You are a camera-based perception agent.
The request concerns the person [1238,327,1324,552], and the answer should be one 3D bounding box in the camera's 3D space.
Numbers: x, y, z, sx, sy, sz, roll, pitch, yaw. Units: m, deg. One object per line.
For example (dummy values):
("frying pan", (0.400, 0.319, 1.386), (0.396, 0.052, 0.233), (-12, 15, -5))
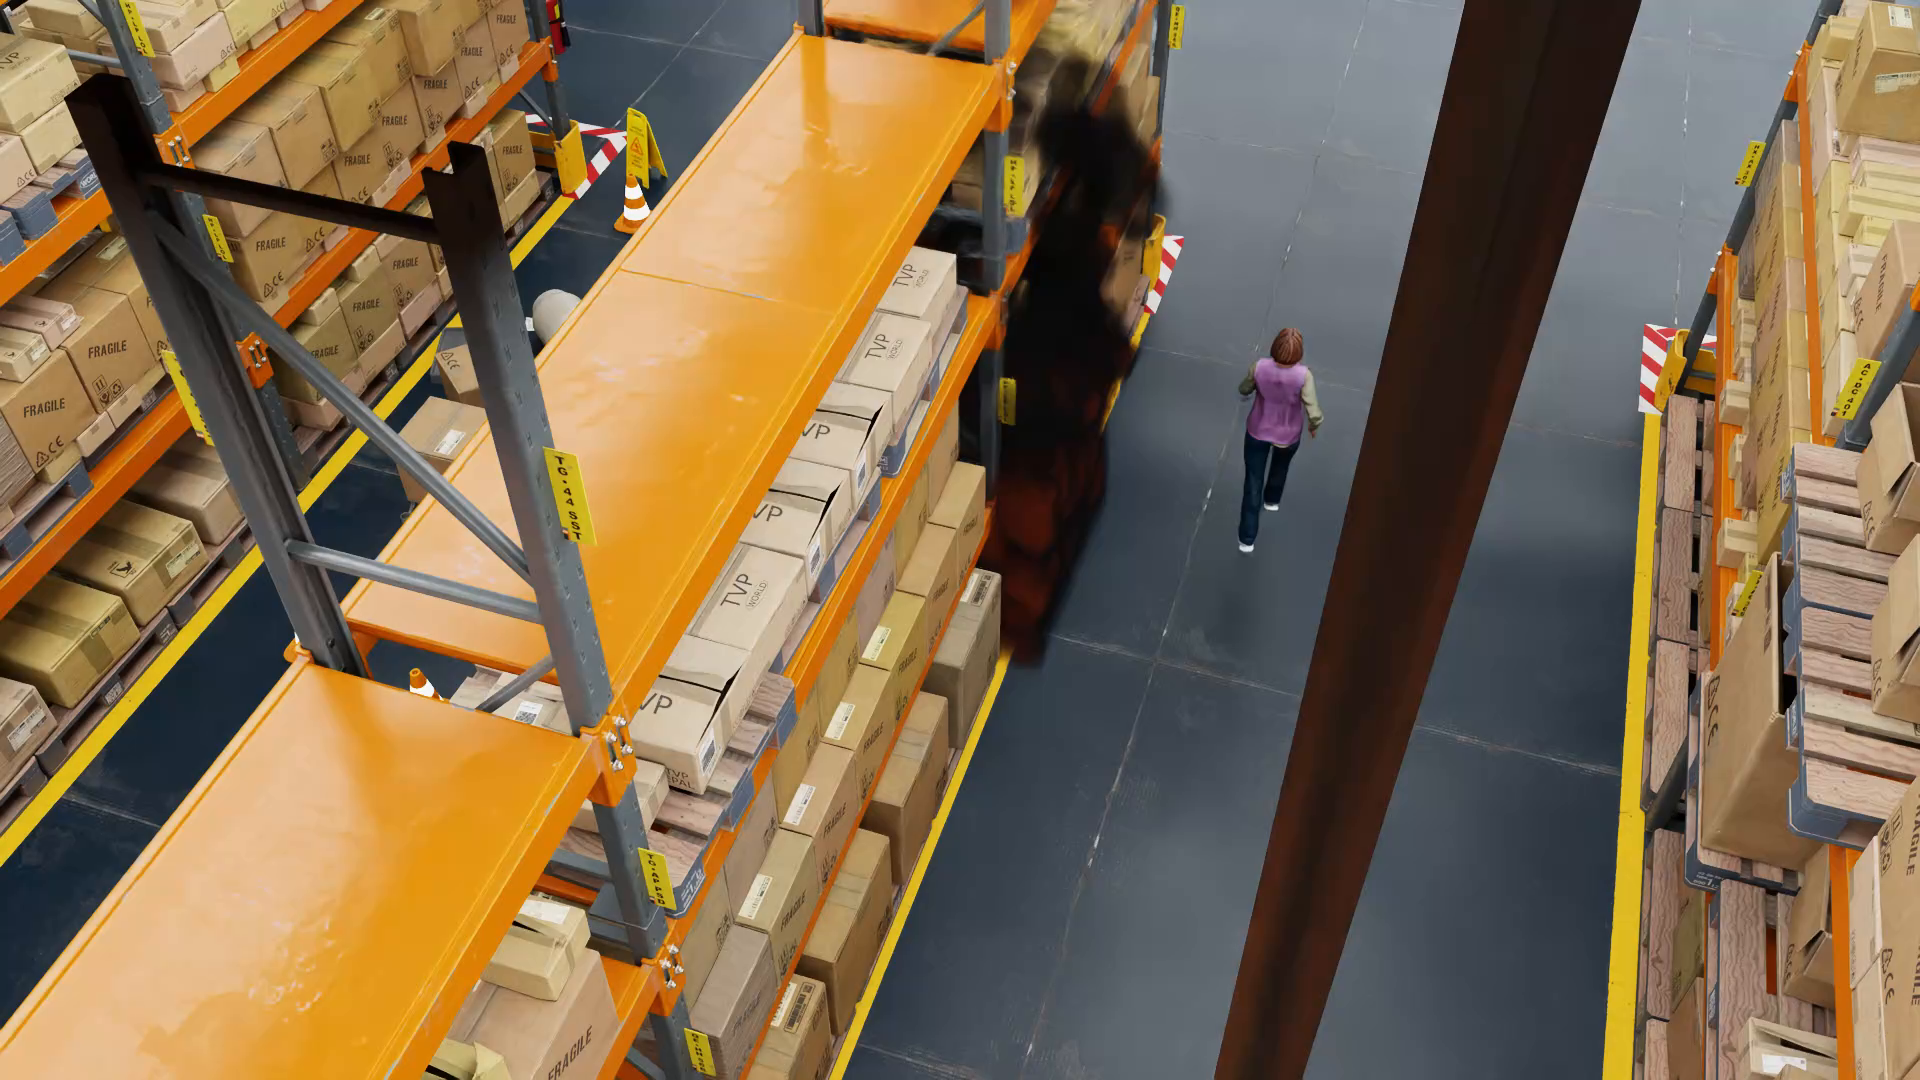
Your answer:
("person", (1.933, -0.629, 10.208), (0.499, 1.651, 0.708), (8, 46, 8))
